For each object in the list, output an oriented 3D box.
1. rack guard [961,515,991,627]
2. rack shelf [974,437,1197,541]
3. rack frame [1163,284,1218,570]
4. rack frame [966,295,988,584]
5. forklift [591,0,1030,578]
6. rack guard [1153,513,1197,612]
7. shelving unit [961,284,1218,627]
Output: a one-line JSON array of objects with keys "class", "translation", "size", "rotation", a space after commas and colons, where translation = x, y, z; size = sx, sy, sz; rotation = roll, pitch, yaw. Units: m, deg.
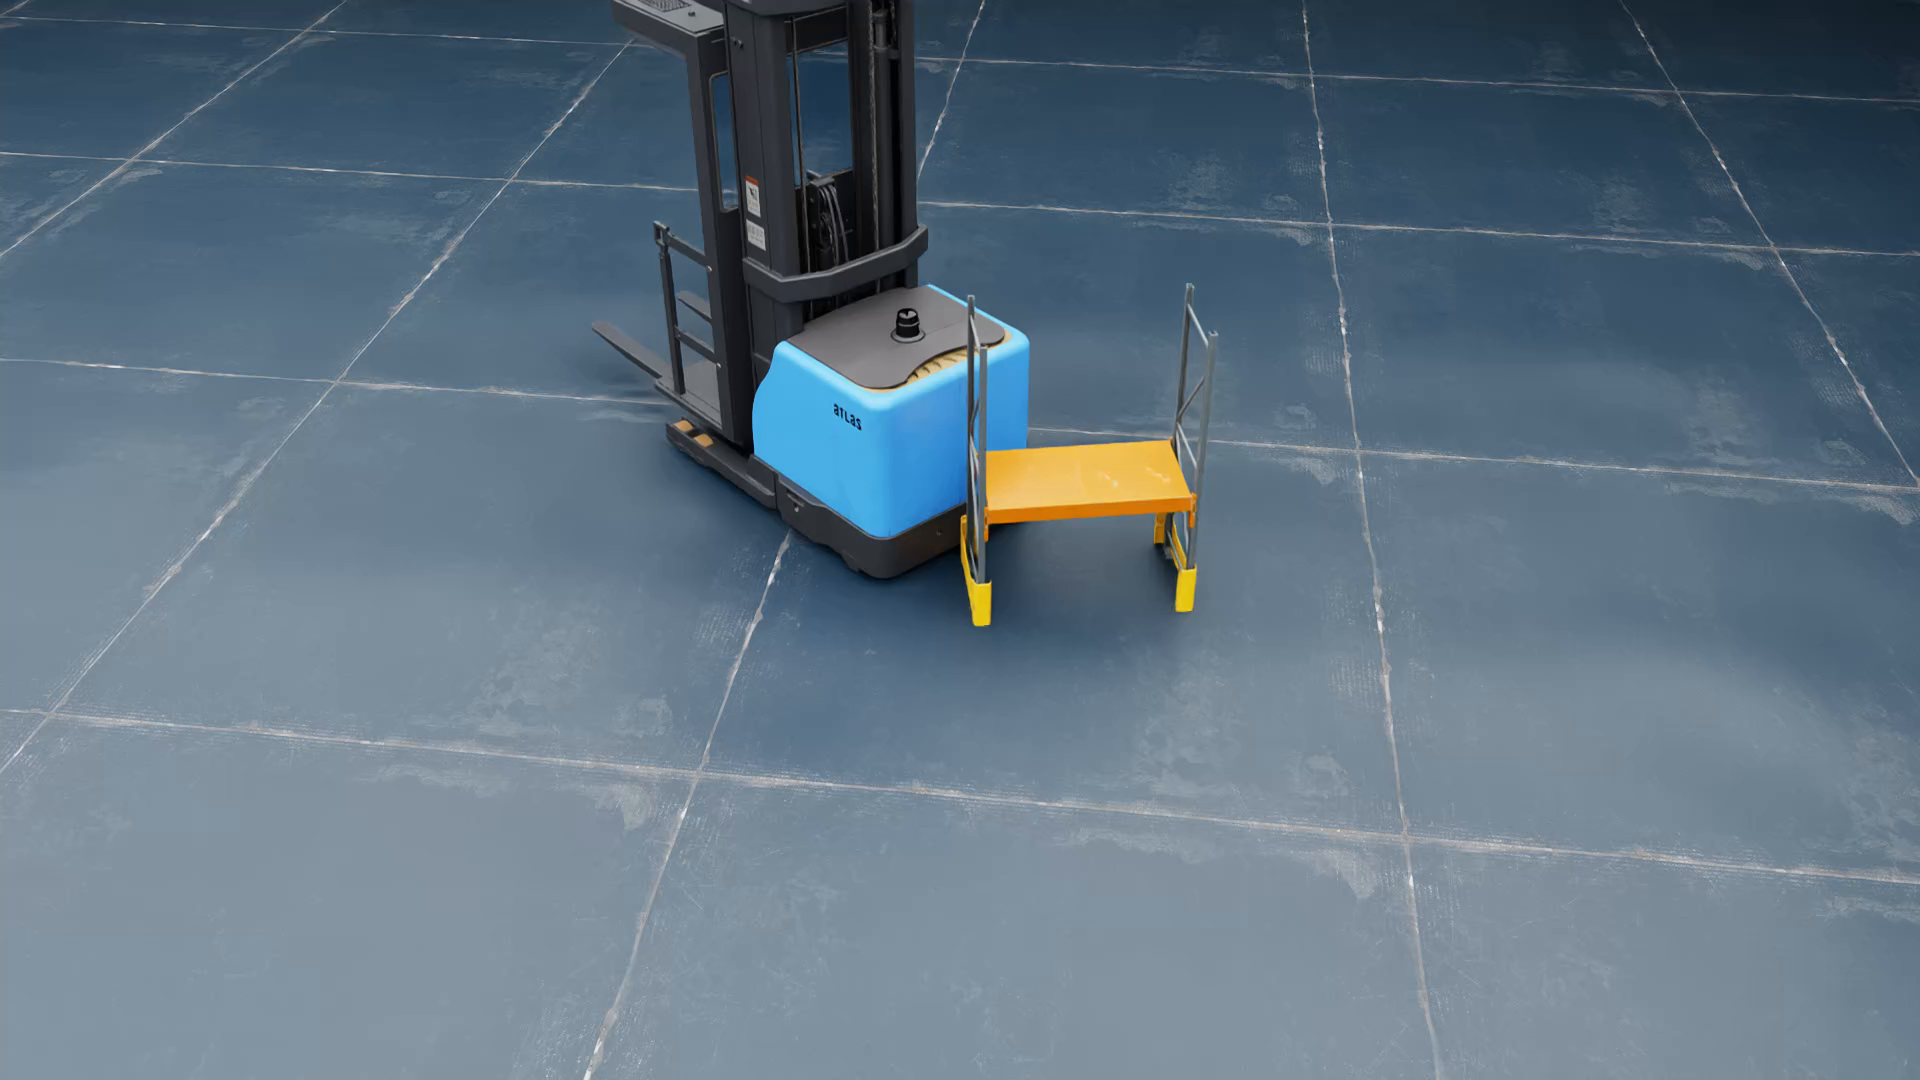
[{"class": "rack guard", "translation": [0.077, 0.145, 8.188], "size": [0.087, 0.250, 0.587], "rotation": [-4, 36, -5]}, {"class": "rack shelf", "translation": [0.581, -0.250, 7.976], "size": [1.000, 0.185, 0.538], "rotation": [-4, 36, -5]}, {"class": "rack frame", "translation": [1.086, -0.430, 7.918], "size": [0.032, 1.500, 0.500], "rotation": [-4, 36, -5]}, {"class": "rack frame", "translation": [0.076, -0.363, 7.825], "size": [0.032, 1.500, 0.500], "rotation": [-4, 36, -5]}, {"class": "forklift", "translation": [-0.988, -1.782, 8.580], "size": [1.130, 2.935, 3.031], "rotation": [-27, 43, -32]}, {"class": "rack guard", "translation": [1.067, 0.080, 8.279], "size": [0.087, 0.250, 0.587], "rotation": [-4, 36, -5]}, {"class": "shelving unit", "translation": [0.572, -0.396, 7.871], "size": [1.083, 1.500, 0.587], "rotation": [-4, 36, -5]}]
